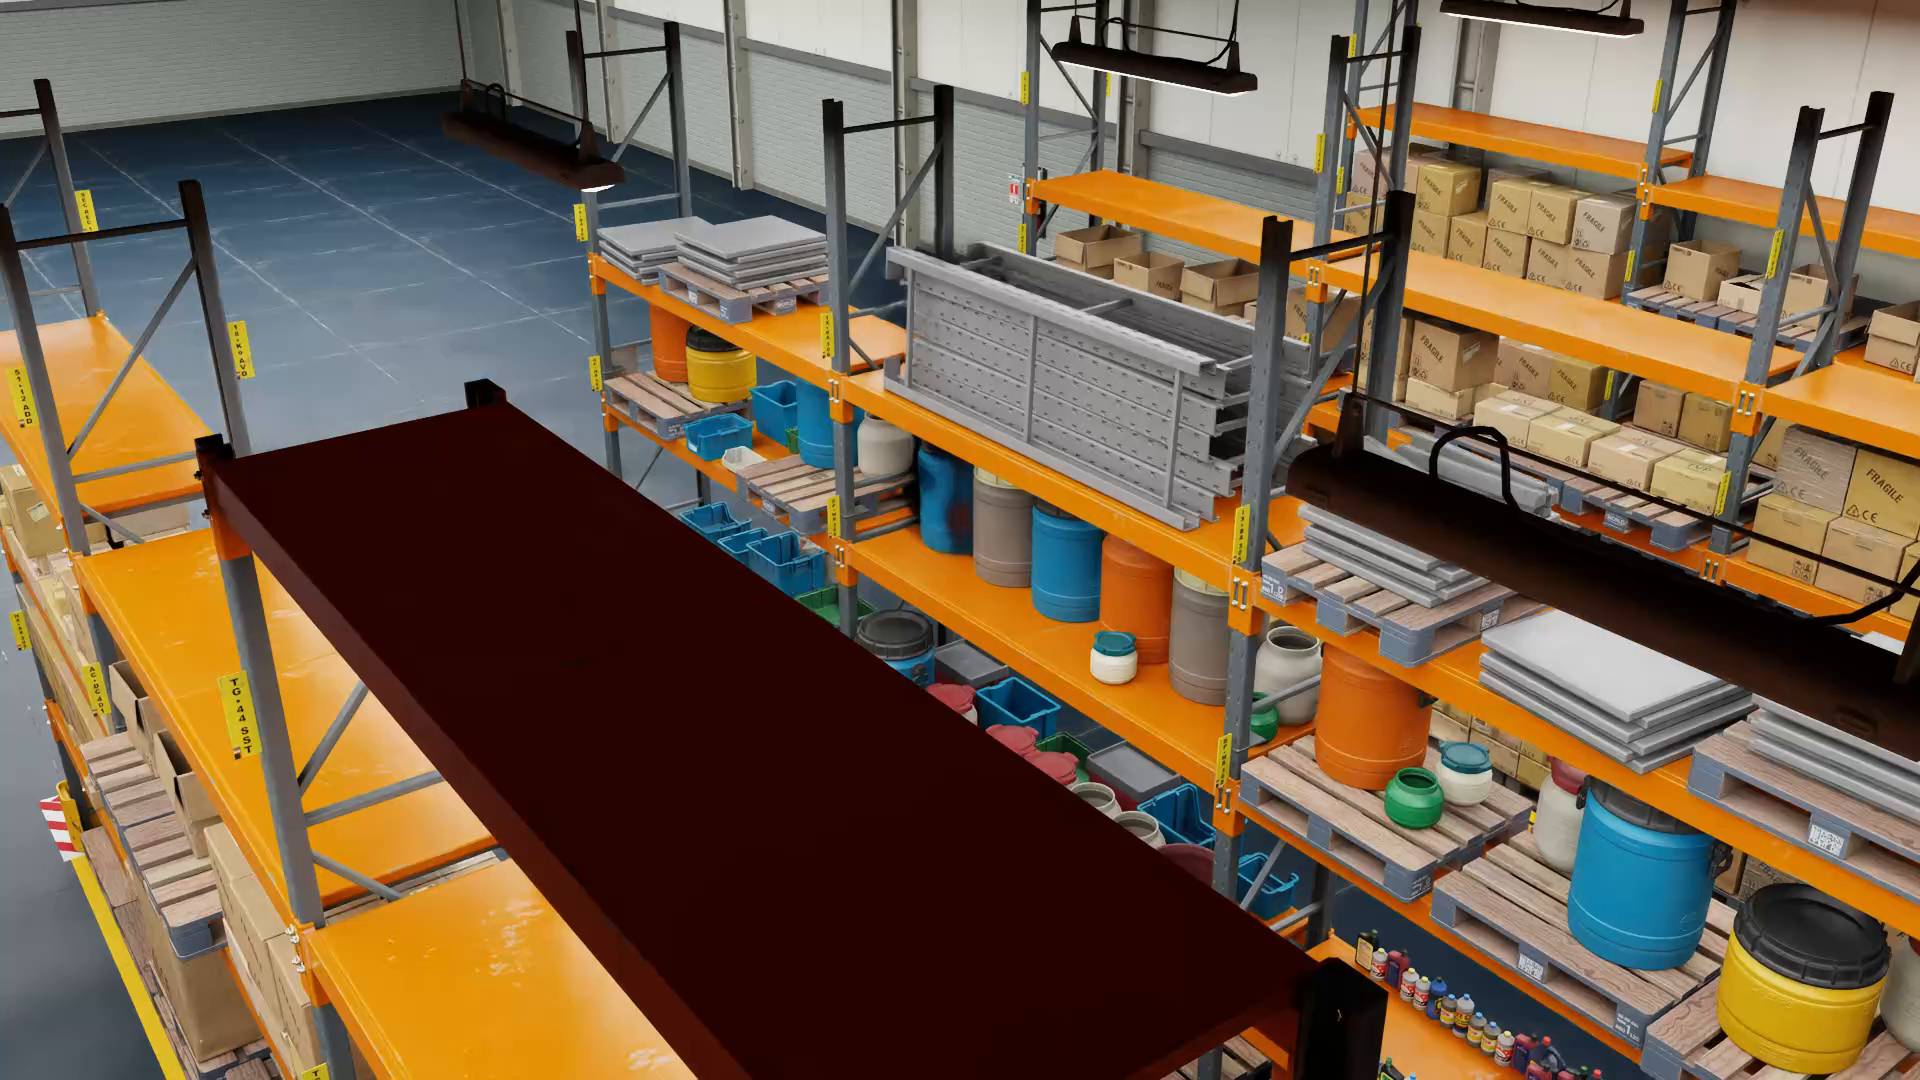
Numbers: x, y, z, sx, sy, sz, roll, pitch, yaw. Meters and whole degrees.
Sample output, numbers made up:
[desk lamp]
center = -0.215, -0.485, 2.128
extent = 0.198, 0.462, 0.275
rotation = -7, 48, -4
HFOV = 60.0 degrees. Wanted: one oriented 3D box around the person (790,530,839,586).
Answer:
[person]
center = -1.472, 0.040, 16.817
extent = 0.958, 1.763, 0.655
rotation = 15, 29, 29
